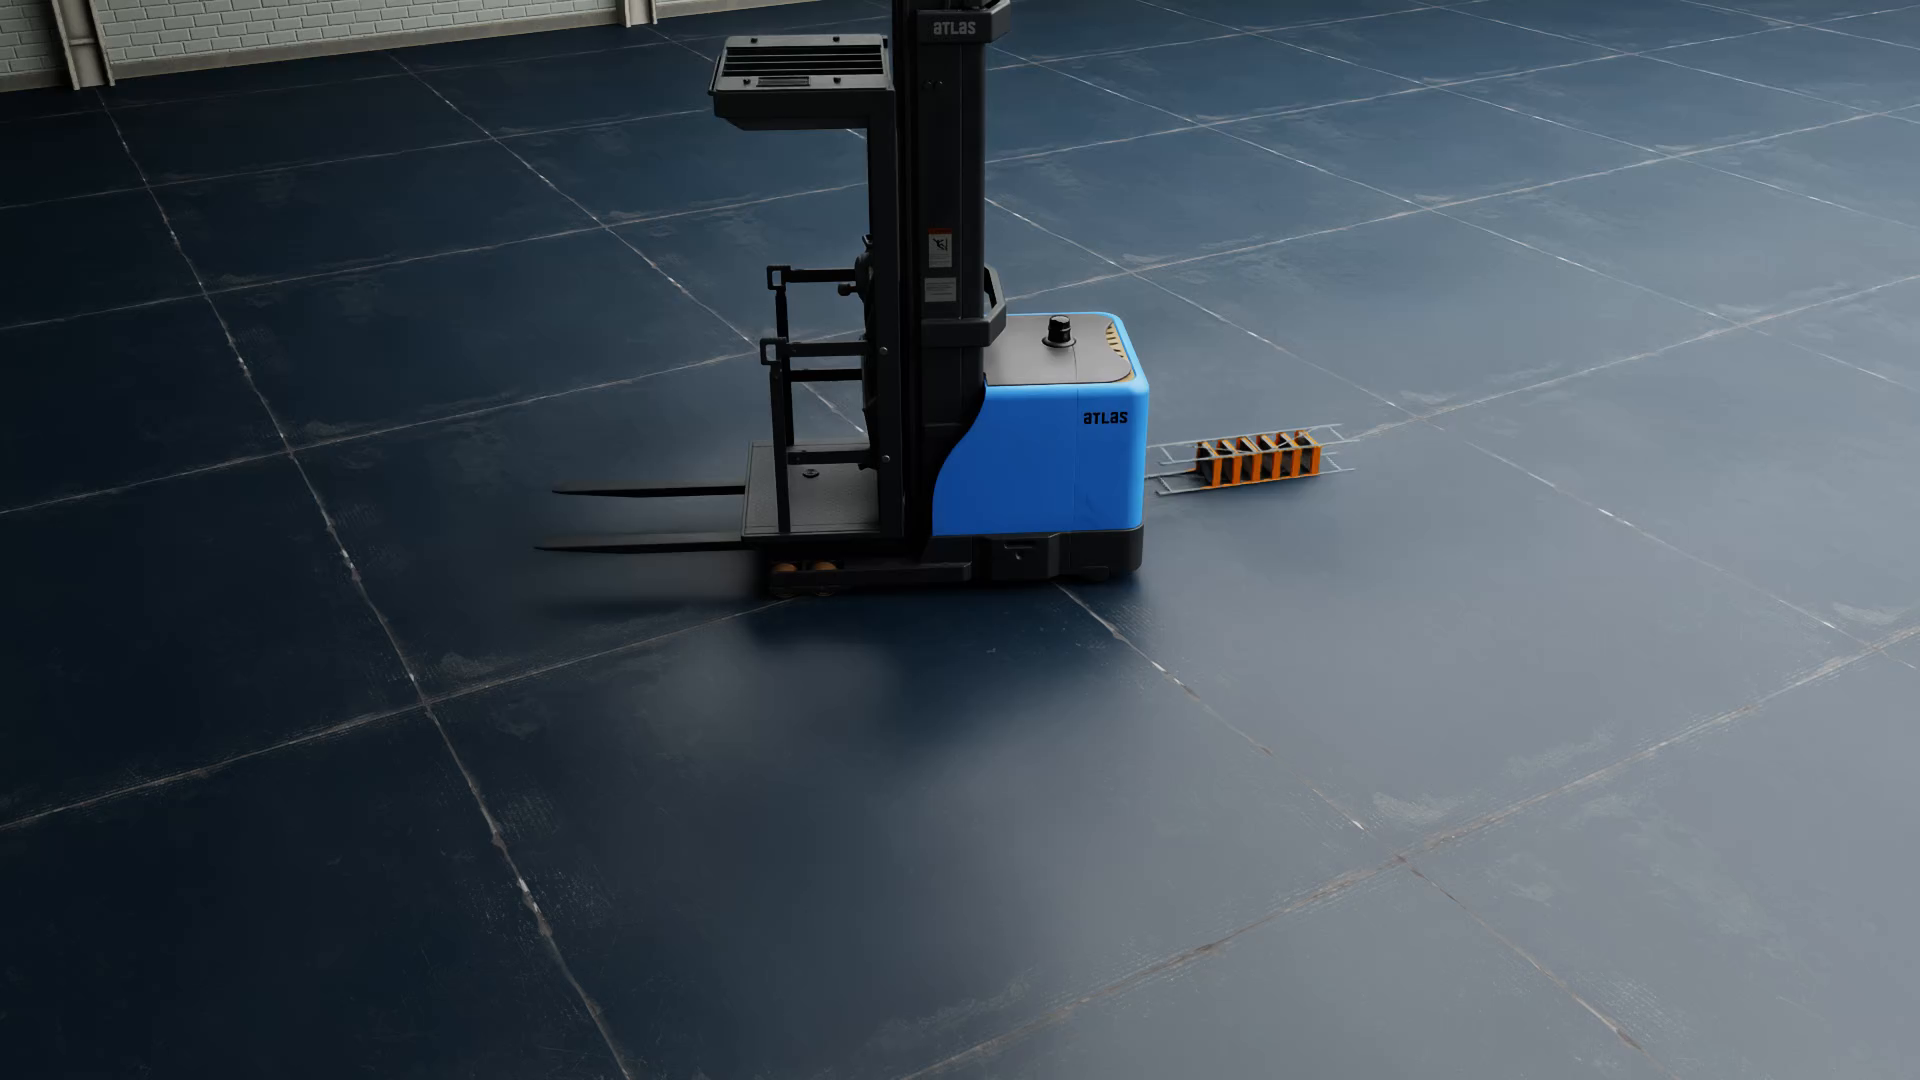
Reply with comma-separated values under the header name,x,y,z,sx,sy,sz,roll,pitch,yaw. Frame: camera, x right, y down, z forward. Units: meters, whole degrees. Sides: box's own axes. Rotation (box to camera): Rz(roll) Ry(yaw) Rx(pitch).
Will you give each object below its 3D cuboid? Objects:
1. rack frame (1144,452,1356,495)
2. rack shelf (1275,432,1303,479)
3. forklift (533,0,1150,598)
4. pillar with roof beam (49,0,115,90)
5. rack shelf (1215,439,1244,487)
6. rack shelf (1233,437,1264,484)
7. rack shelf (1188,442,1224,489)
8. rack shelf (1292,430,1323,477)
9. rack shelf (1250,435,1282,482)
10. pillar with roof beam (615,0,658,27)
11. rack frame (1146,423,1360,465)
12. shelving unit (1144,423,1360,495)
name,x,y,z,sx,sy,sz,roll,pitch,yaw
rack frame,1.646,-0.380,9.425,1.200,0.006,0.240,-7,30,-14
rack shelf,1.835,-0.484,9.426,0.103,0.180,0.258,-7,30,-14
forklift,-0.623,-1.262,8.004,3.031,2.935,1.130,-2,29,-3
pillar with roof beam,-6.879,-6.907,11.952,0.400,9.000,9.100,-16,33,-26
rack shelf,1.488,-0.440,9.342,0.103,0.180,0.258,-7,30,-14
rack shelf,1.604,-0.455,9.370,0.103,0.180,0.258,-7,30,-14
rack shelf,1.372,-0.425,9.314,0.103,0.180,0.258,-7,30,-14
rack shelf,1.951,-0.499,9.455,0.103,0.180,0.258,-7,30,-14
rack shelf,1.720,-0.469,9.398,0.103,0.180,0.258,-7,30,-14
pillar with roof beam,-1.706,-8.376,14.614,0.400,9.000,9.100,-16,33,-26
rack frame,1.647,-0.540,9.337,1.200,0.006,0.240,-7,30,-14
shelving unit,1.647,-0.460,9.381,1.200,0.189,0.258,-7,30,-14
